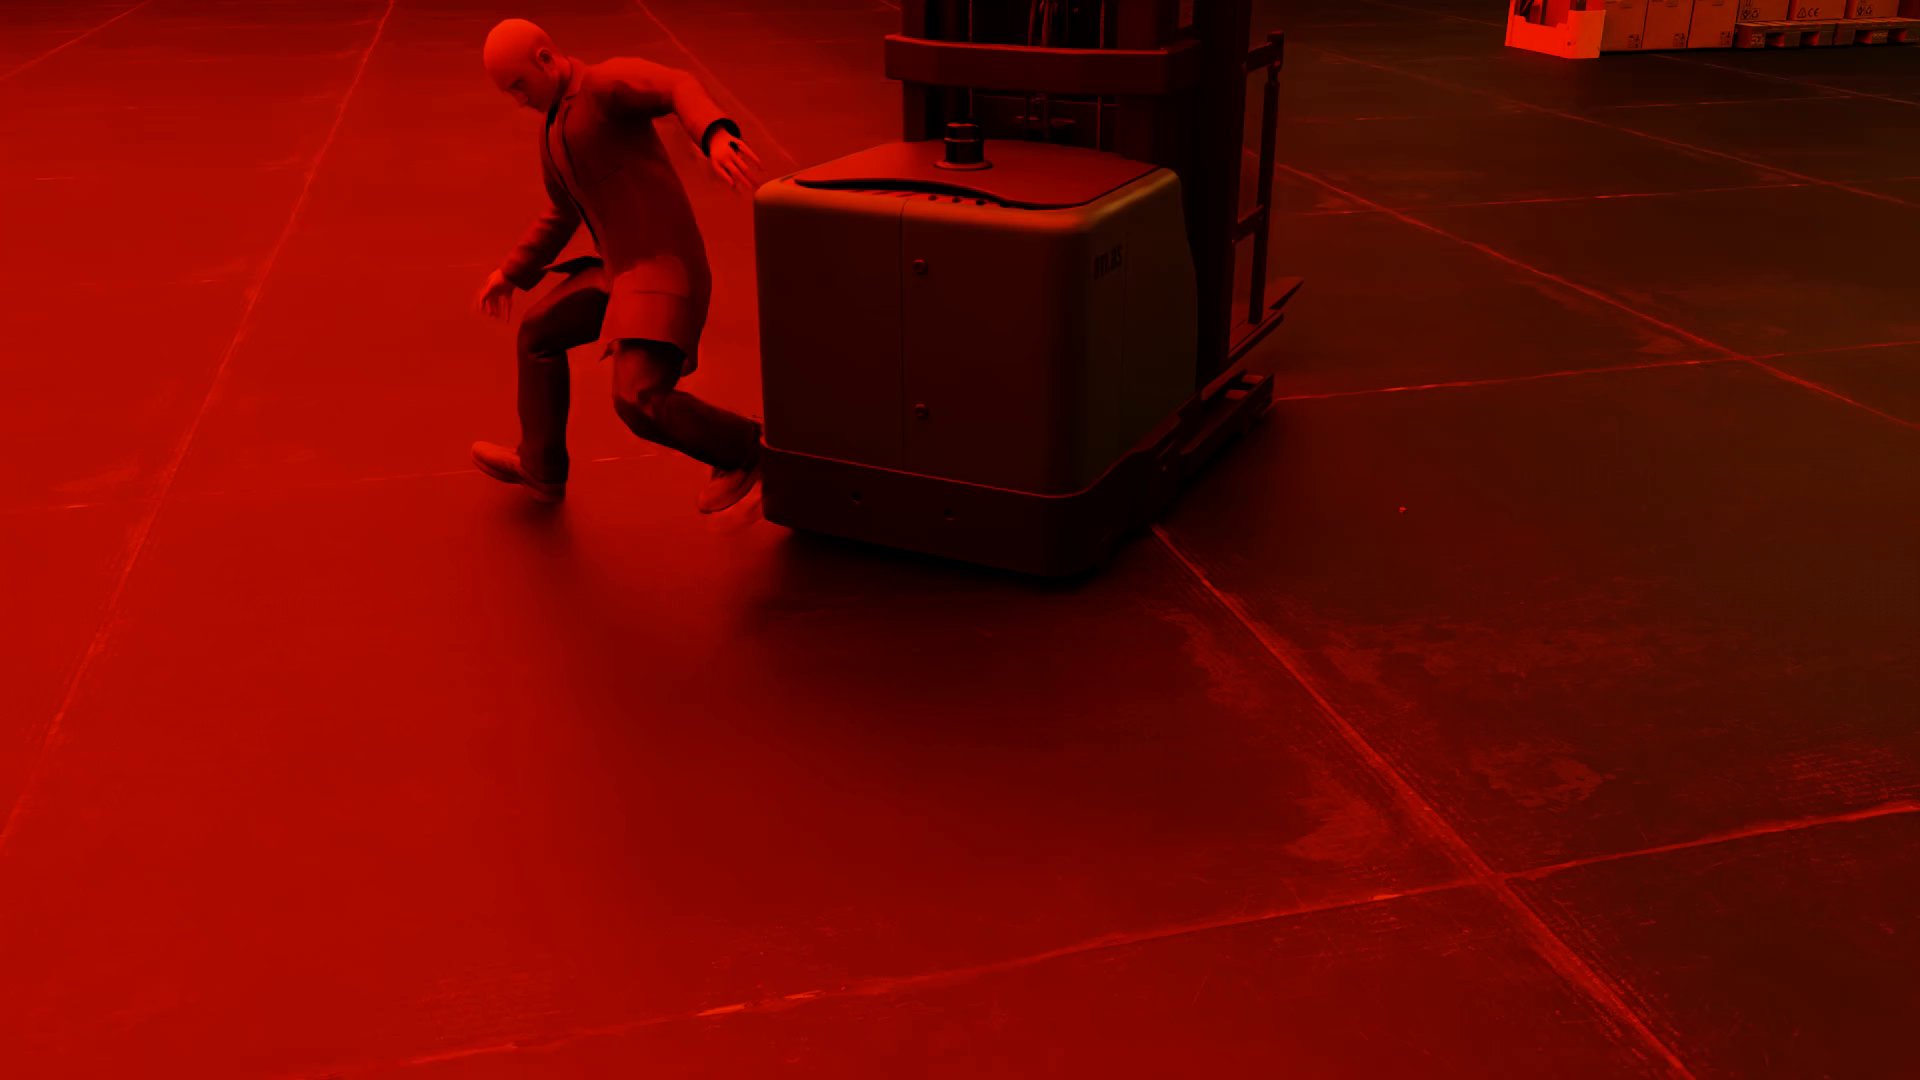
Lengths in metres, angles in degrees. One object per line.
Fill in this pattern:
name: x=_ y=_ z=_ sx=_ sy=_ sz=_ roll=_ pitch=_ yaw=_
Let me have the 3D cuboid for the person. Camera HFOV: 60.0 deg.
person: x=-0.976 y=-0.747 z=4.921 sx=0.787 sy=1.508 sz=1.232 roll=-13 pitch=26 yaw=-28

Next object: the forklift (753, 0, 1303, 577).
forklift: x=0.500 y=-1.788 z=5.511 sx=1.130 sy=2.935 sz=3.031 roll=11 pitch=25 yaw=24
